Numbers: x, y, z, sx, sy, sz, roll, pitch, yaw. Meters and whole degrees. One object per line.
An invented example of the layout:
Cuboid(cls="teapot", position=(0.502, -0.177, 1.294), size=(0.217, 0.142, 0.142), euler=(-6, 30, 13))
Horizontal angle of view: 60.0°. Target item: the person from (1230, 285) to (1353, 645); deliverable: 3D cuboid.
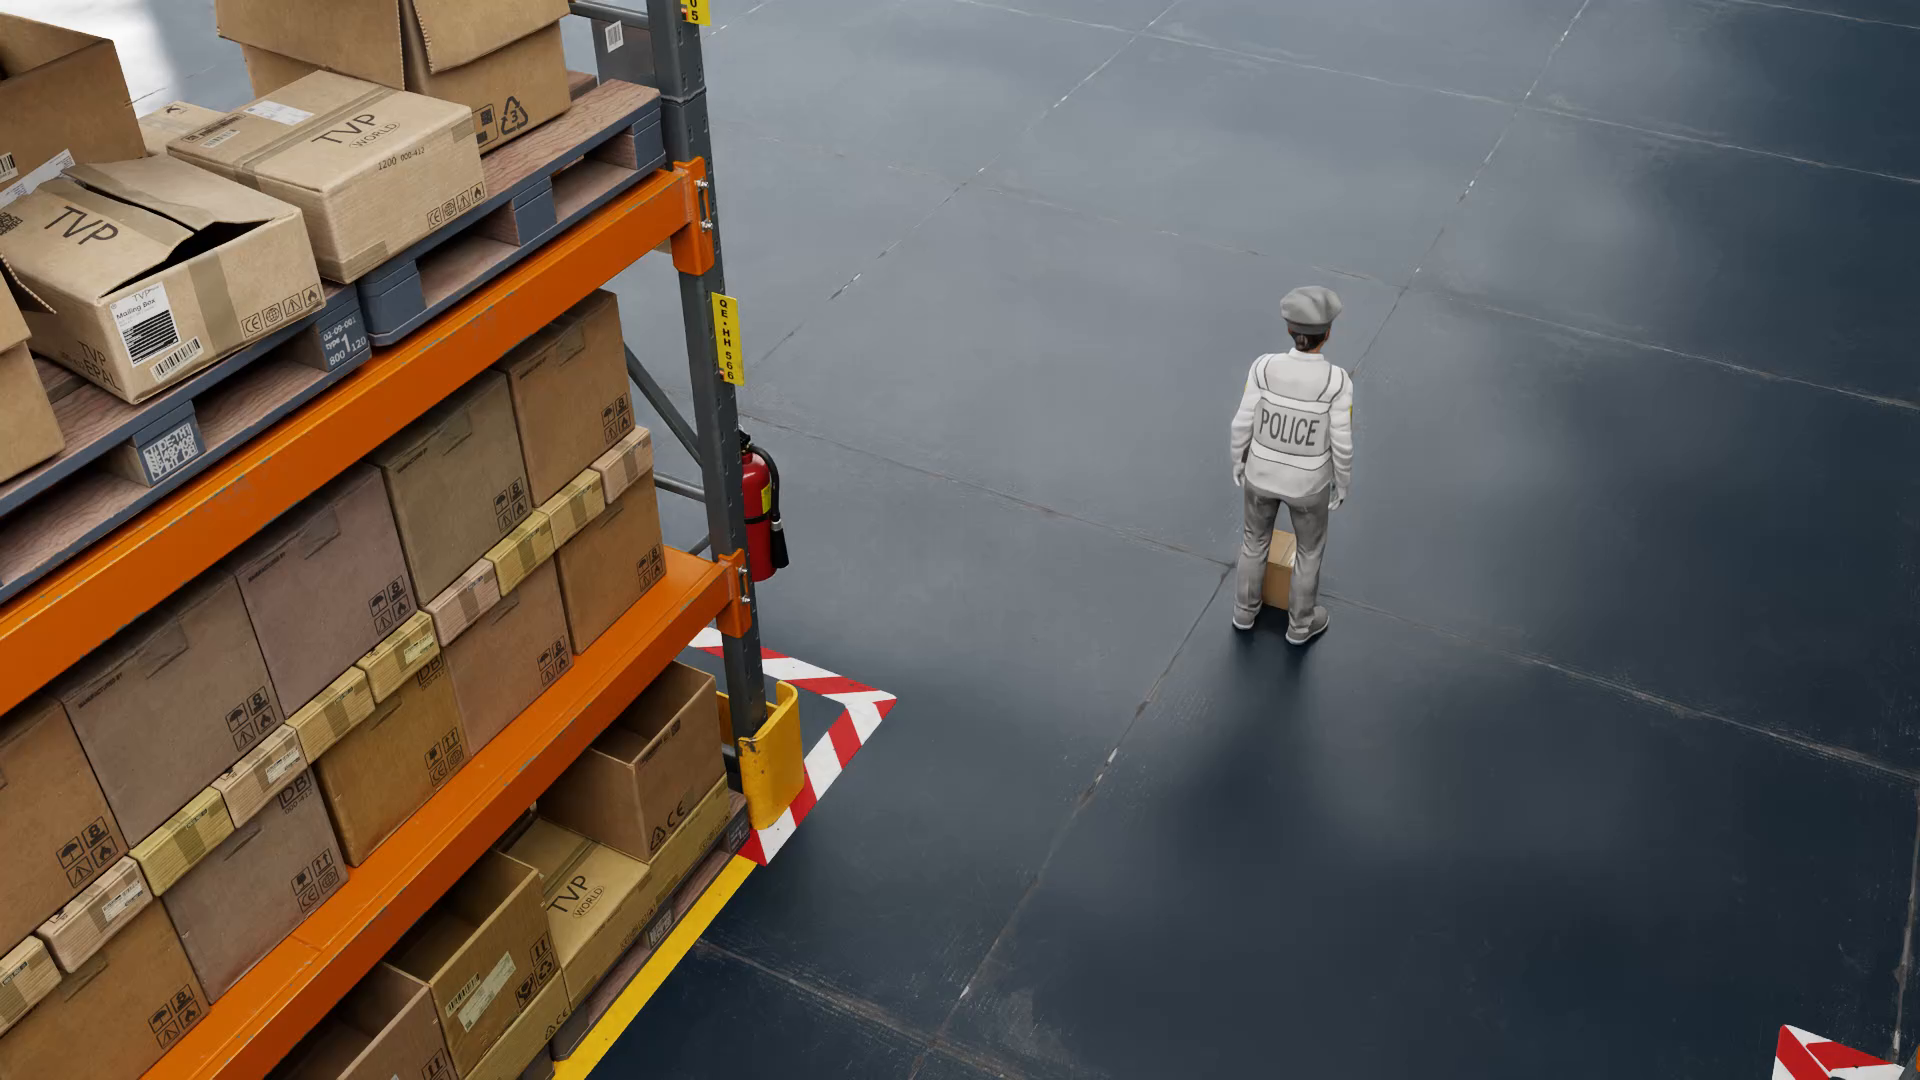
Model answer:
Cuboid(cls="person", position=(1.402, -0.276, 7.096), size=(0.522, 1.662, 0.371), euler=(16, 41, 20))
